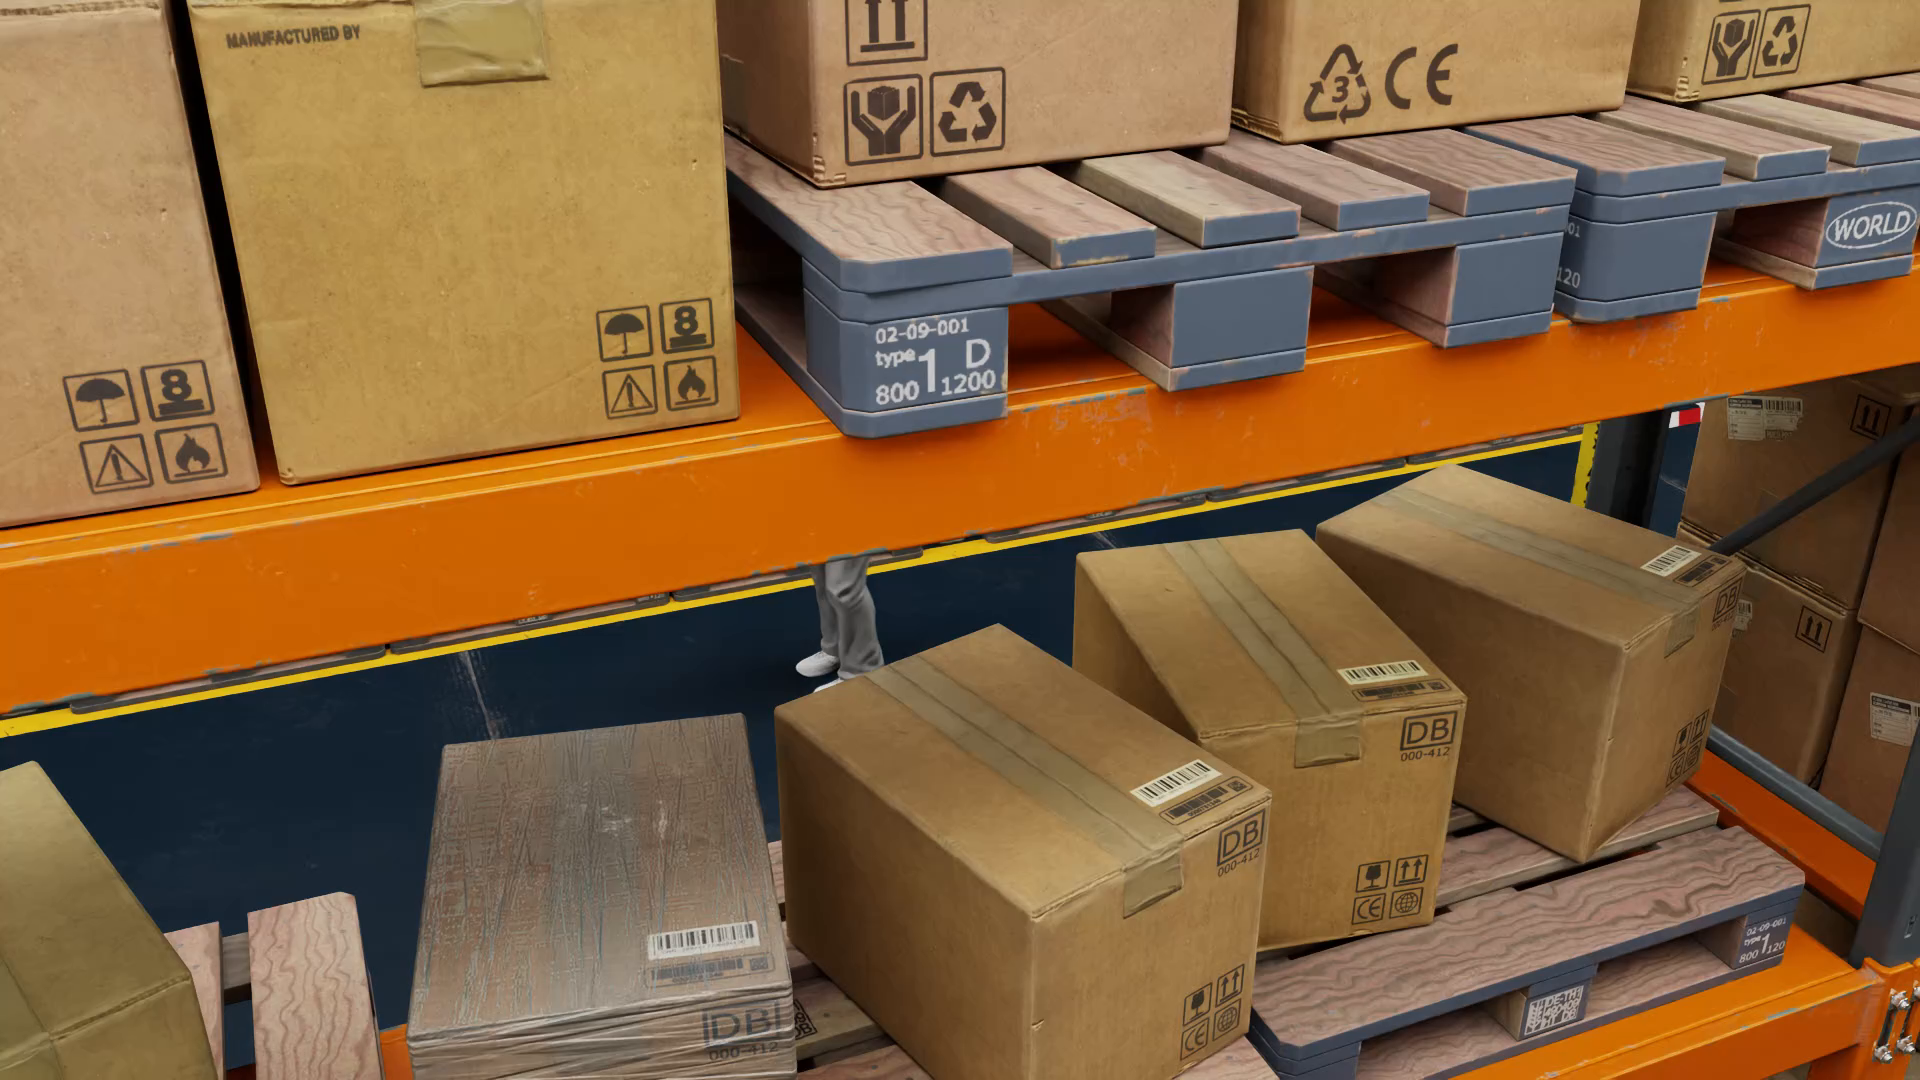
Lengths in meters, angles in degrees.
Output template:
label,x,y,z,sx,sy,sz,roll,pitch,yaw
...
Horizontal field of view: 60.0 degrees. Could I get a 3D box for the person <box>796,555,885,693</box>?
label,x,y,z,sx,sy,sz,roll,pitch,yaw
person,-0.518,-0.159,6.454,0.558,1.664,0.436,-10,28,-20
